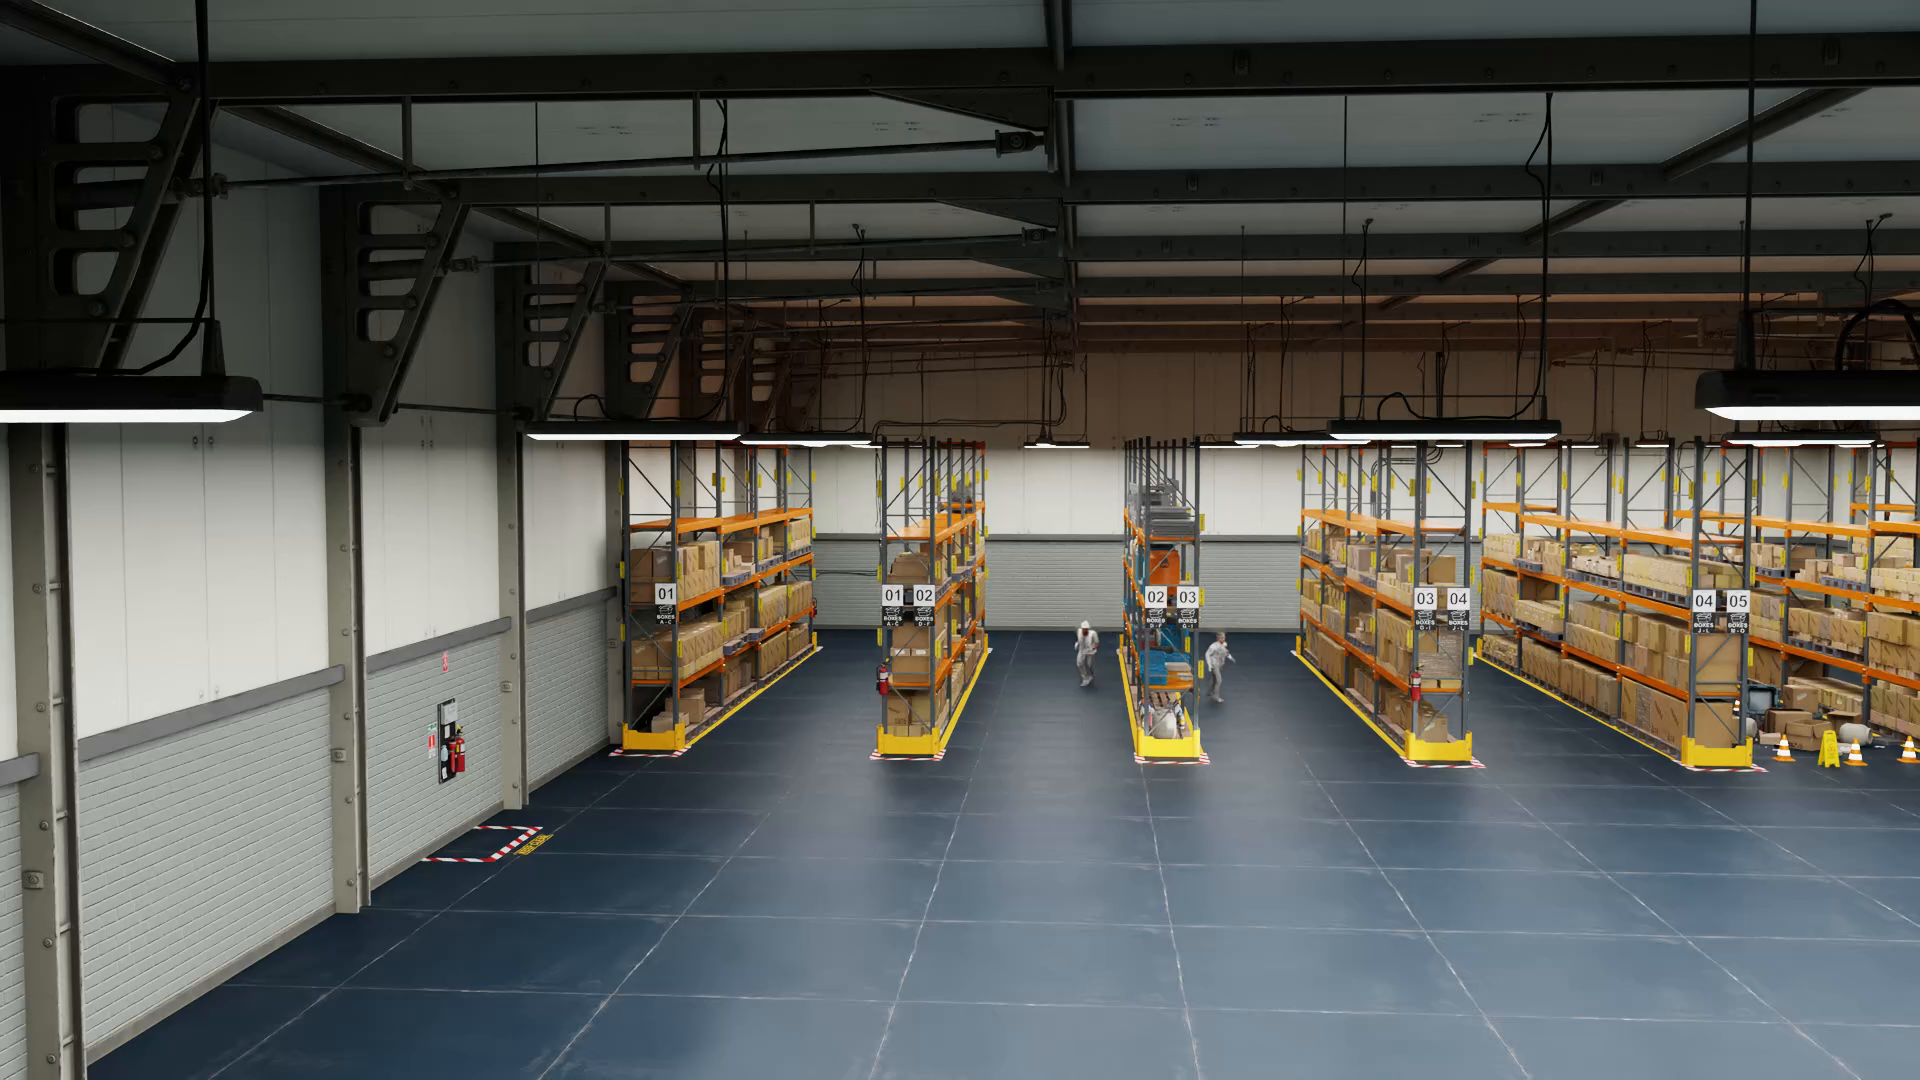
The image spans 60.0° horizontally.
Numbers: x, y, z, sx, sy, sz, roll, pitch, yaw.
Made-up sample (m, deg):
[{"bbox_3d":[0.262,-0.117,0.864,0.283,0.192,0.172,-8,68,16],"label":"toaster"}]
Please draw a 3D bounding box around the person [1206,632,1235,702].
[{"bbox_3d":[5.934,2.887,38.143,0.815,1.611,0.633,3,4,44],"label":"person"}]

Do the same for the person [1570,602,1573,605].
[{"bbox_3d":[16.481,2.510,44.555,0.536,1.676,0.941,0,3,-6],"label":"person"}]

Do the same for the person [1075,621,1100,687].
[{"bbox_3d":[3.105,2.734,40.431,0.711,1.602,1.097,1,3,19],"label":"person"}]

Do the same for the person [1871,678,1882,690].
[{"bbox_3d":[21.812,2.750,39.113,0.700,1.748,0.931,0,3,-4],"label":"person"}]
